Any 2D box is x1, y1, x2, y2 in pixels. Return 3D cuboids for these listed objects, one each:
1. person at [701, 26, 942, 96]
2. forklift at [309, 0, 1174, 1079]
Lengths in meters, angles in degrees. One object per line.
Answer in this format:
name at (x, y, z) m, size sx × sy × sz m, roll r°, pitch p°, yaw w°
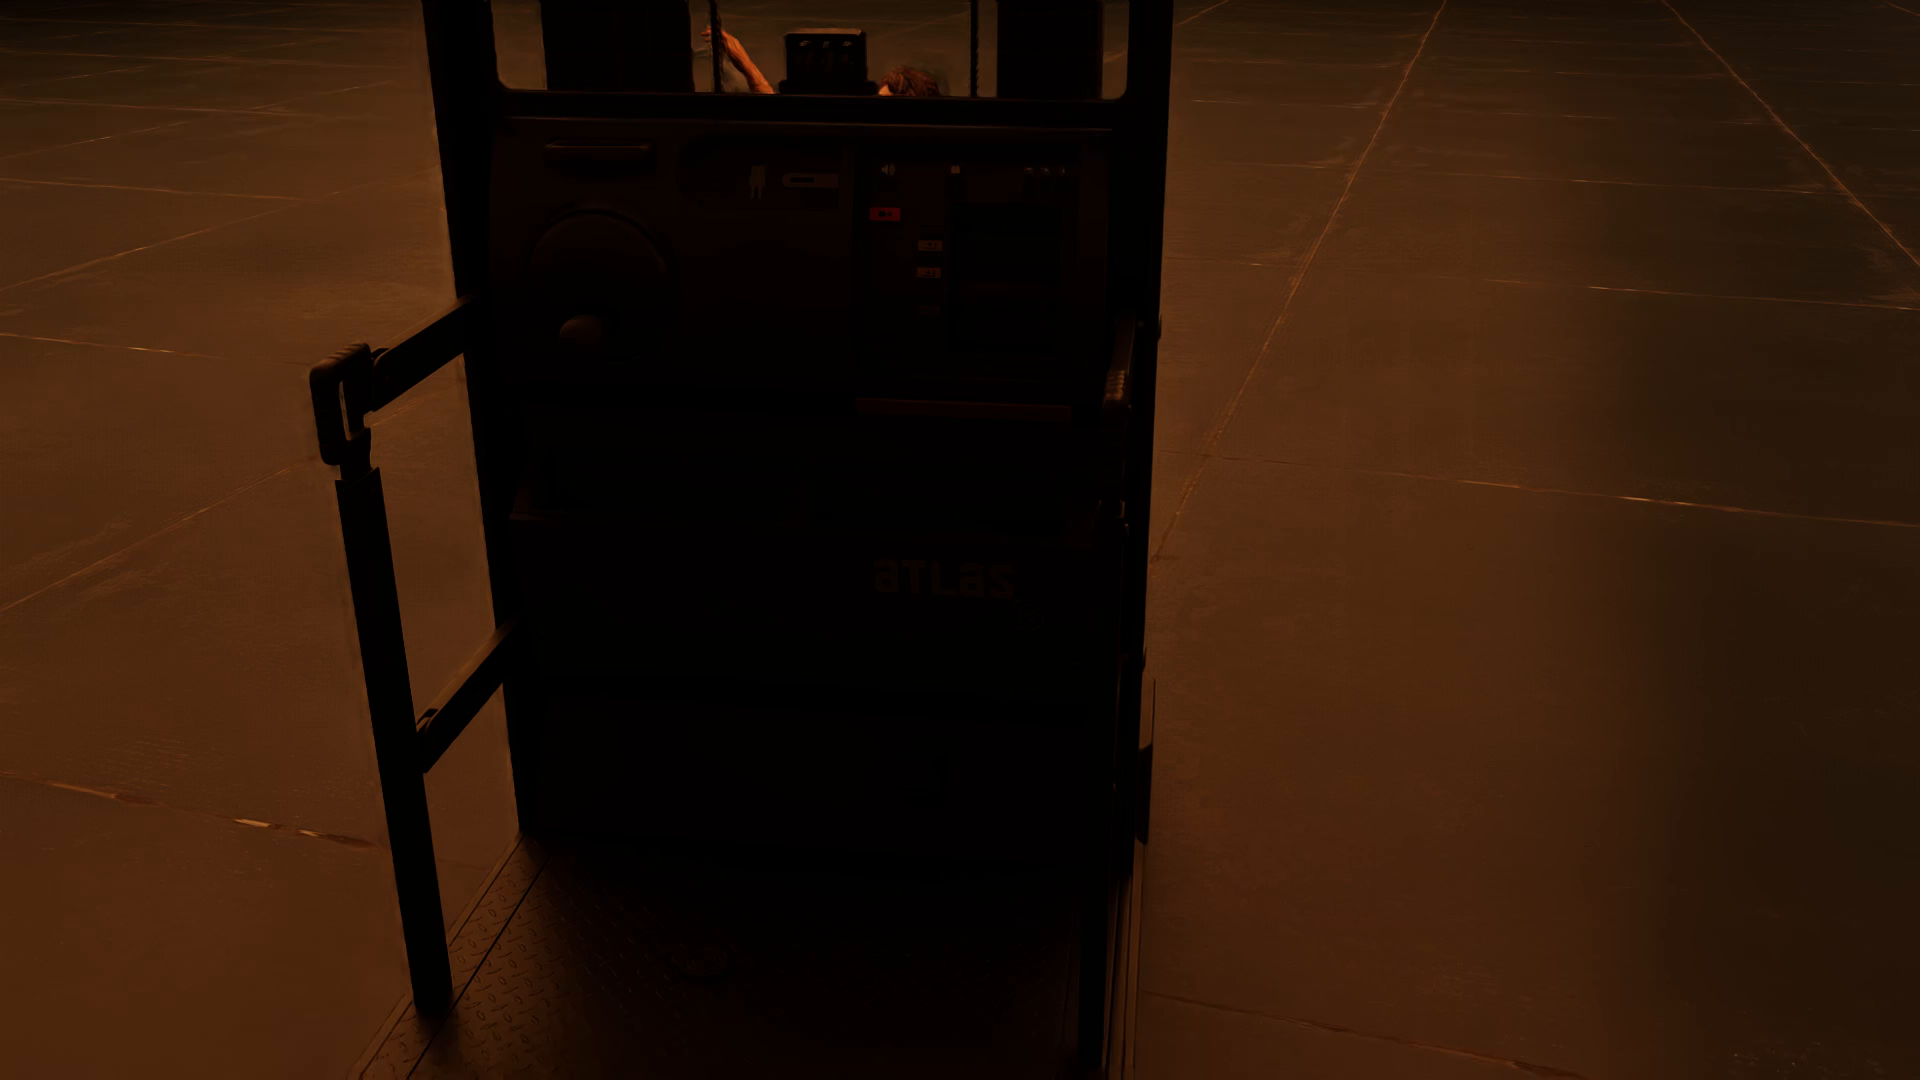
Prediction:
person at (-0.454, -0.774, 4.968) m, size 0.662 × 1.521 × 0.987 m, roll -8°, pitch 24°, yaw -19°
forklift at (-0.270, -0.409, 2.270) m, size 1.130 × 2.935 × 3.031 m, roll 3°, pitch 23°, yaw 7°
